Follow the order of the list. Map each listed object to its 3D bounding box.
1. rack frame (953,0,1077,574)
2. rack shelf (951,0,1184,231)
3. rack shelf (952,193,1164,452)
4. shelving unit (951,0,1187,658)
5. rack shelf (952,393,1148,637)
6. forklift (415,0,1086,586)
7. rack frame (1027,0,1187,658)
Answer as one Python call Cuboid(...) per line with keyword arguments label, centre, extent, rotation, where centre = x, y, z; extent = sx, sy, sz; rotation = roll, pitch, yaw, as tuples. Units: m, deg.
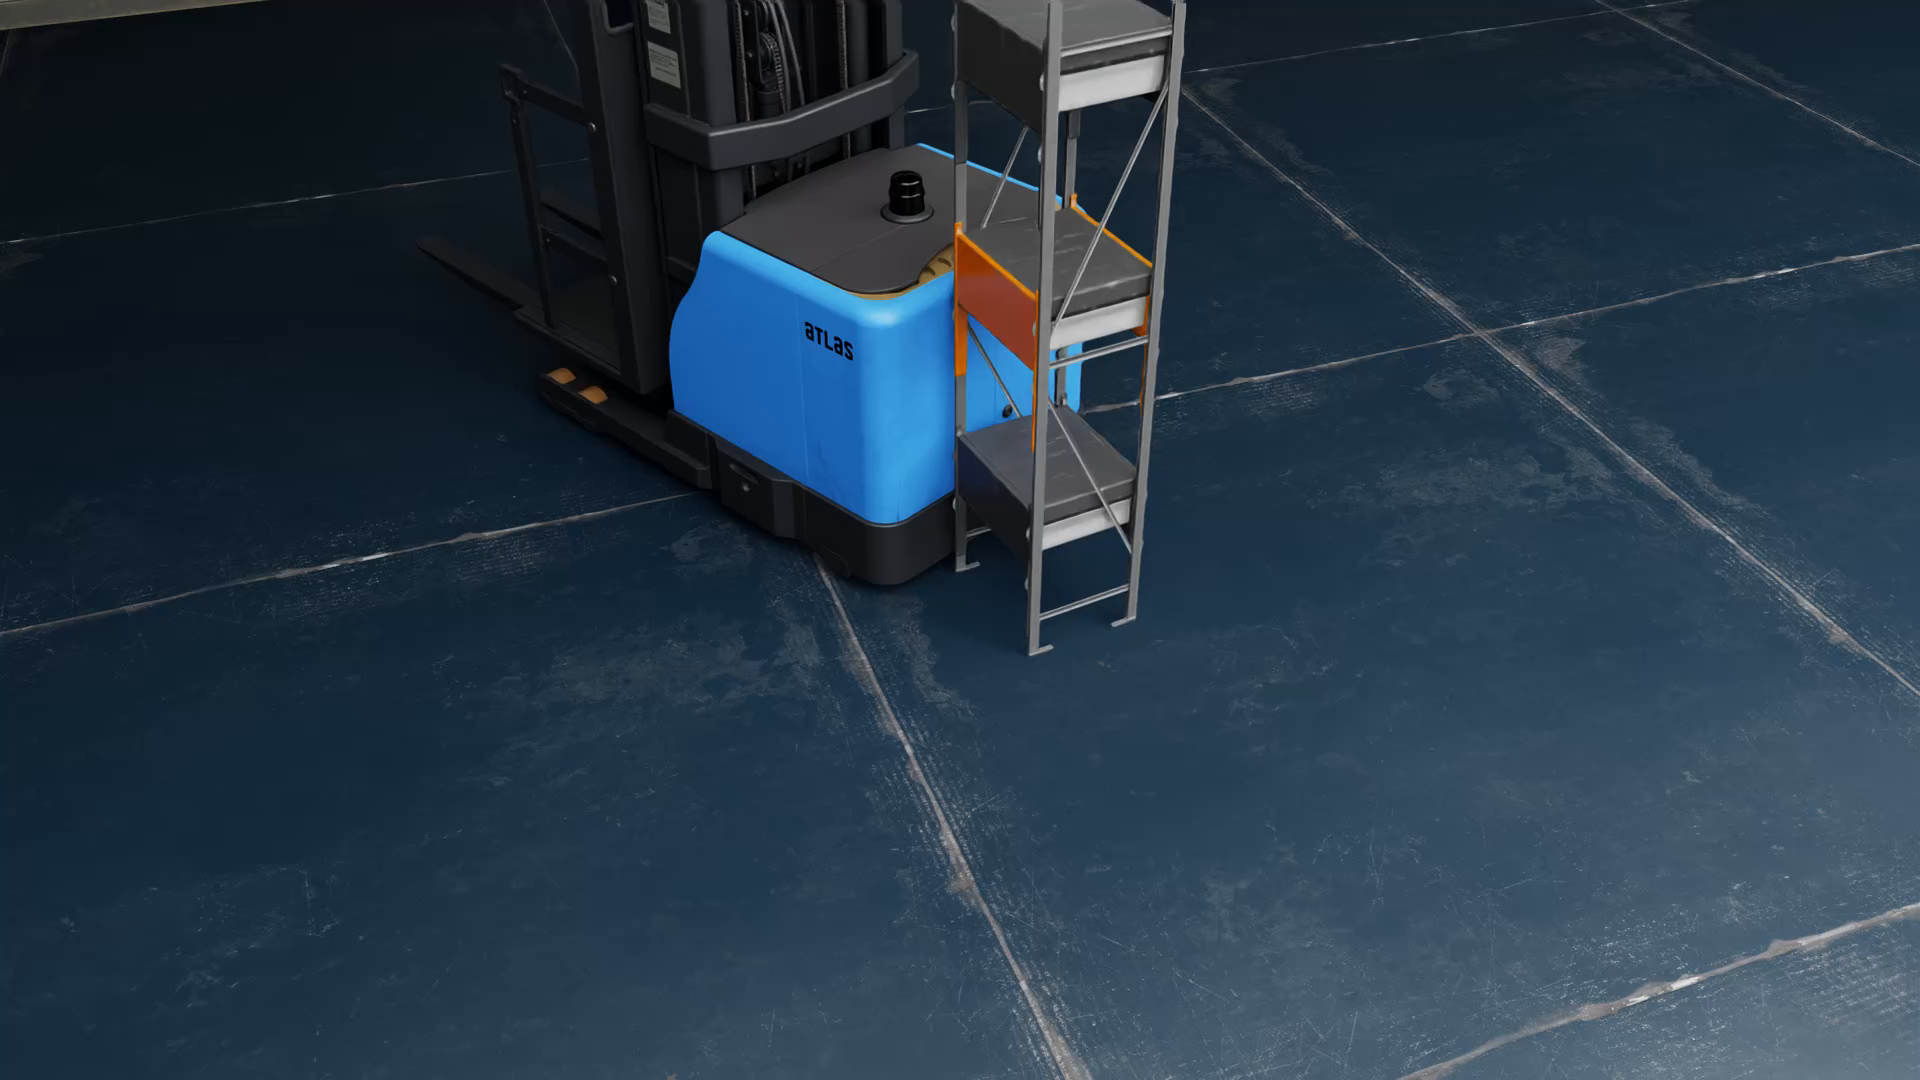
Cuboid(label="rack frame", centre=(0.162, -0.785, 5.048), extent=(0.400, 2.100, 0.015), rotation=(-18, 40, -22))
Cuboid(label="rack shelf", centre=(0.277, -1.204, 4.463), extent=(0.431, 0.518, 0.480), rotation=(-18, 40, -22))
Cuboid(label="rack shelf", centre=(0.277, -0.645, 4.884), extent=(0.431, 0.518, 0.480), rotation=(-18, 40, -22))
Cuboid(label="shelving unit", centre=(0.277, -0.656, 4.875), extent=(0.431, 2.100, 0.503), rotation=(-18, 40, -22))
Cuboid(label="rack shelf", centre=(0.277, -0.086, 5.305), extent=(0.431, 0.518, 0.480), rotation=(-18, 40, -22))
Cuboid(label="forklift", centre=(-0.985, -1.789, 5.689), extent=(3.031, 2.935, 1.130), rotation=(29, 46, 33))
Cuboid(label="rack frame", centre=(0.391, -0.526, 4.703), extent=(0.400, 2.100, 0.015), rotation=(-18, 40, -22))
